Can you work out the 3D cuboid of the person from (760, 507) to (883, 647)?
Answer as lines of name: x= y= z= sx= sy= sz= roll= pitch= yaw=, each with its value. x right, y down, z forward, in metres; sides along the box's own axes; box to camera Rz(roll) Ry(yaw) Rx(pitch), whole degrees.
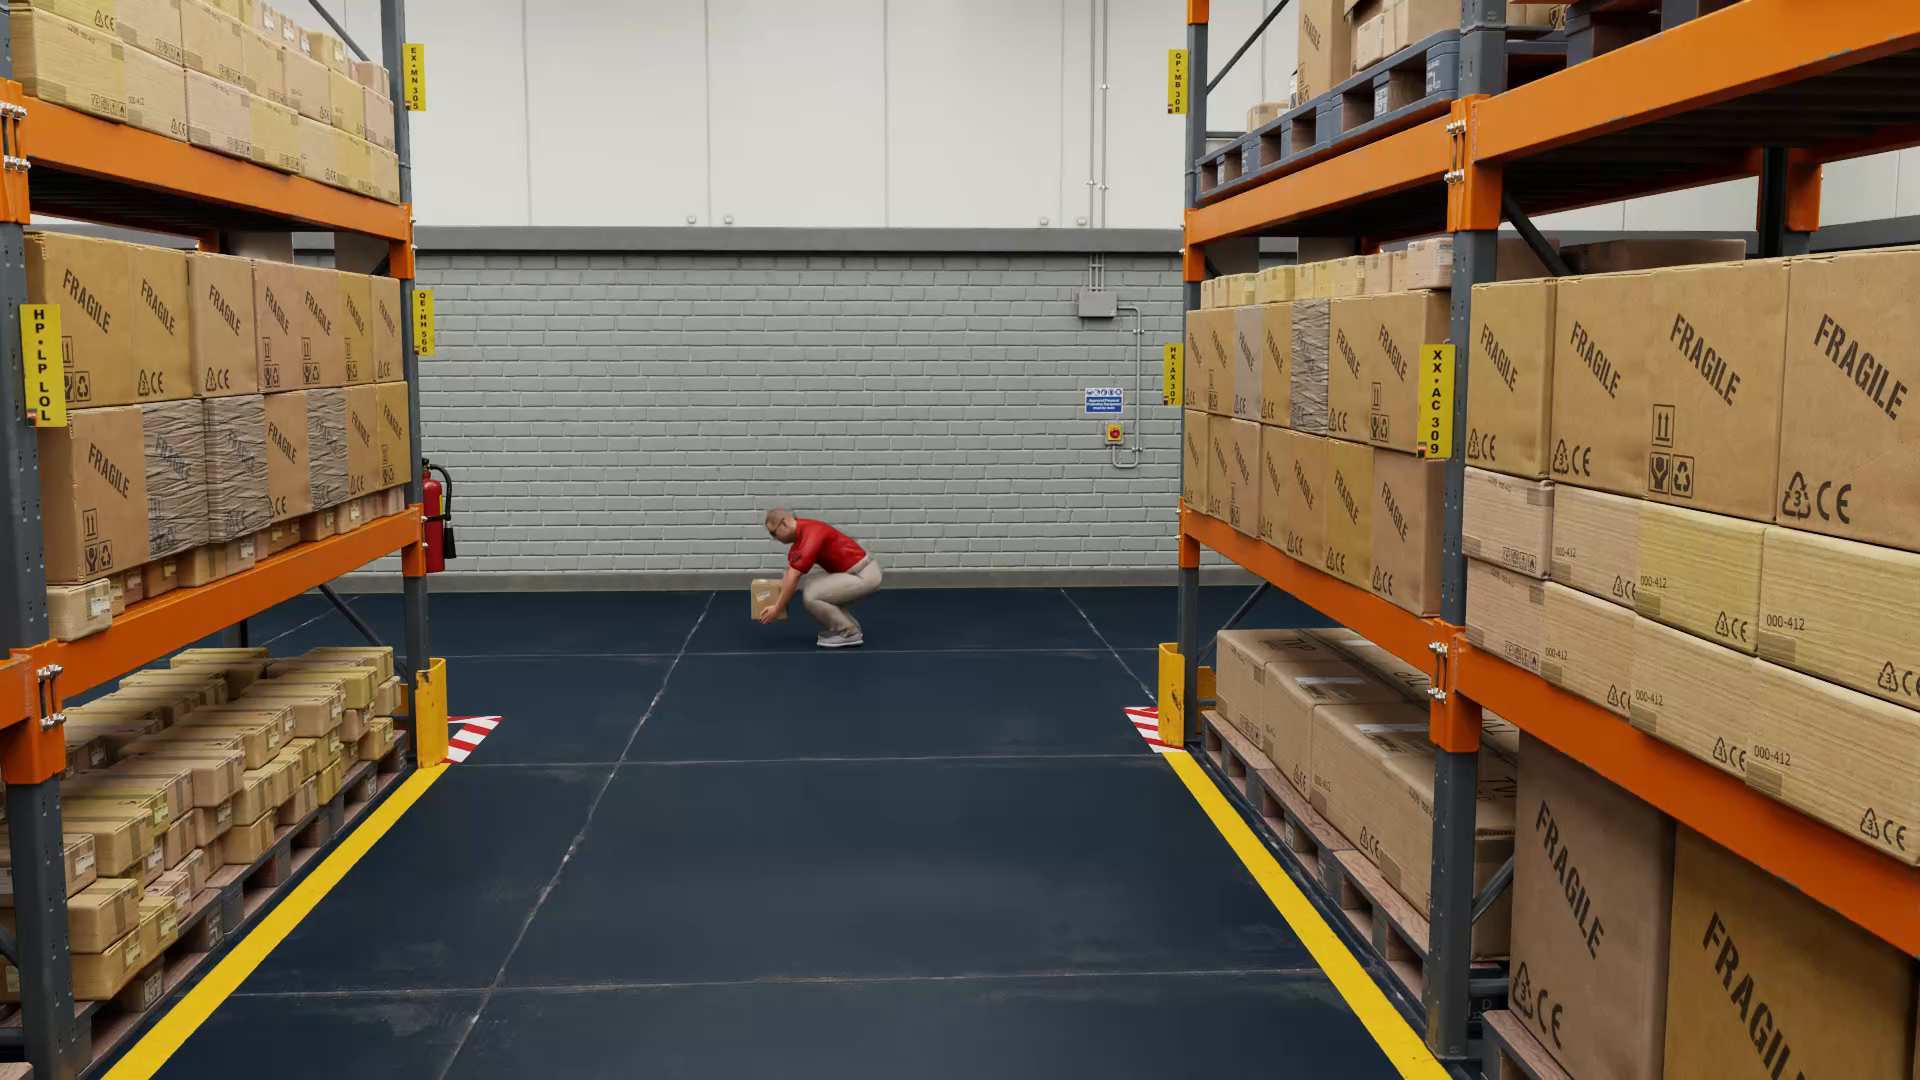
person: x=-1.010 y=0.256 z=11.813 sx=0.848 sy=0.990 sz=0.569 roll=0 pitch=7 yaw=-4
